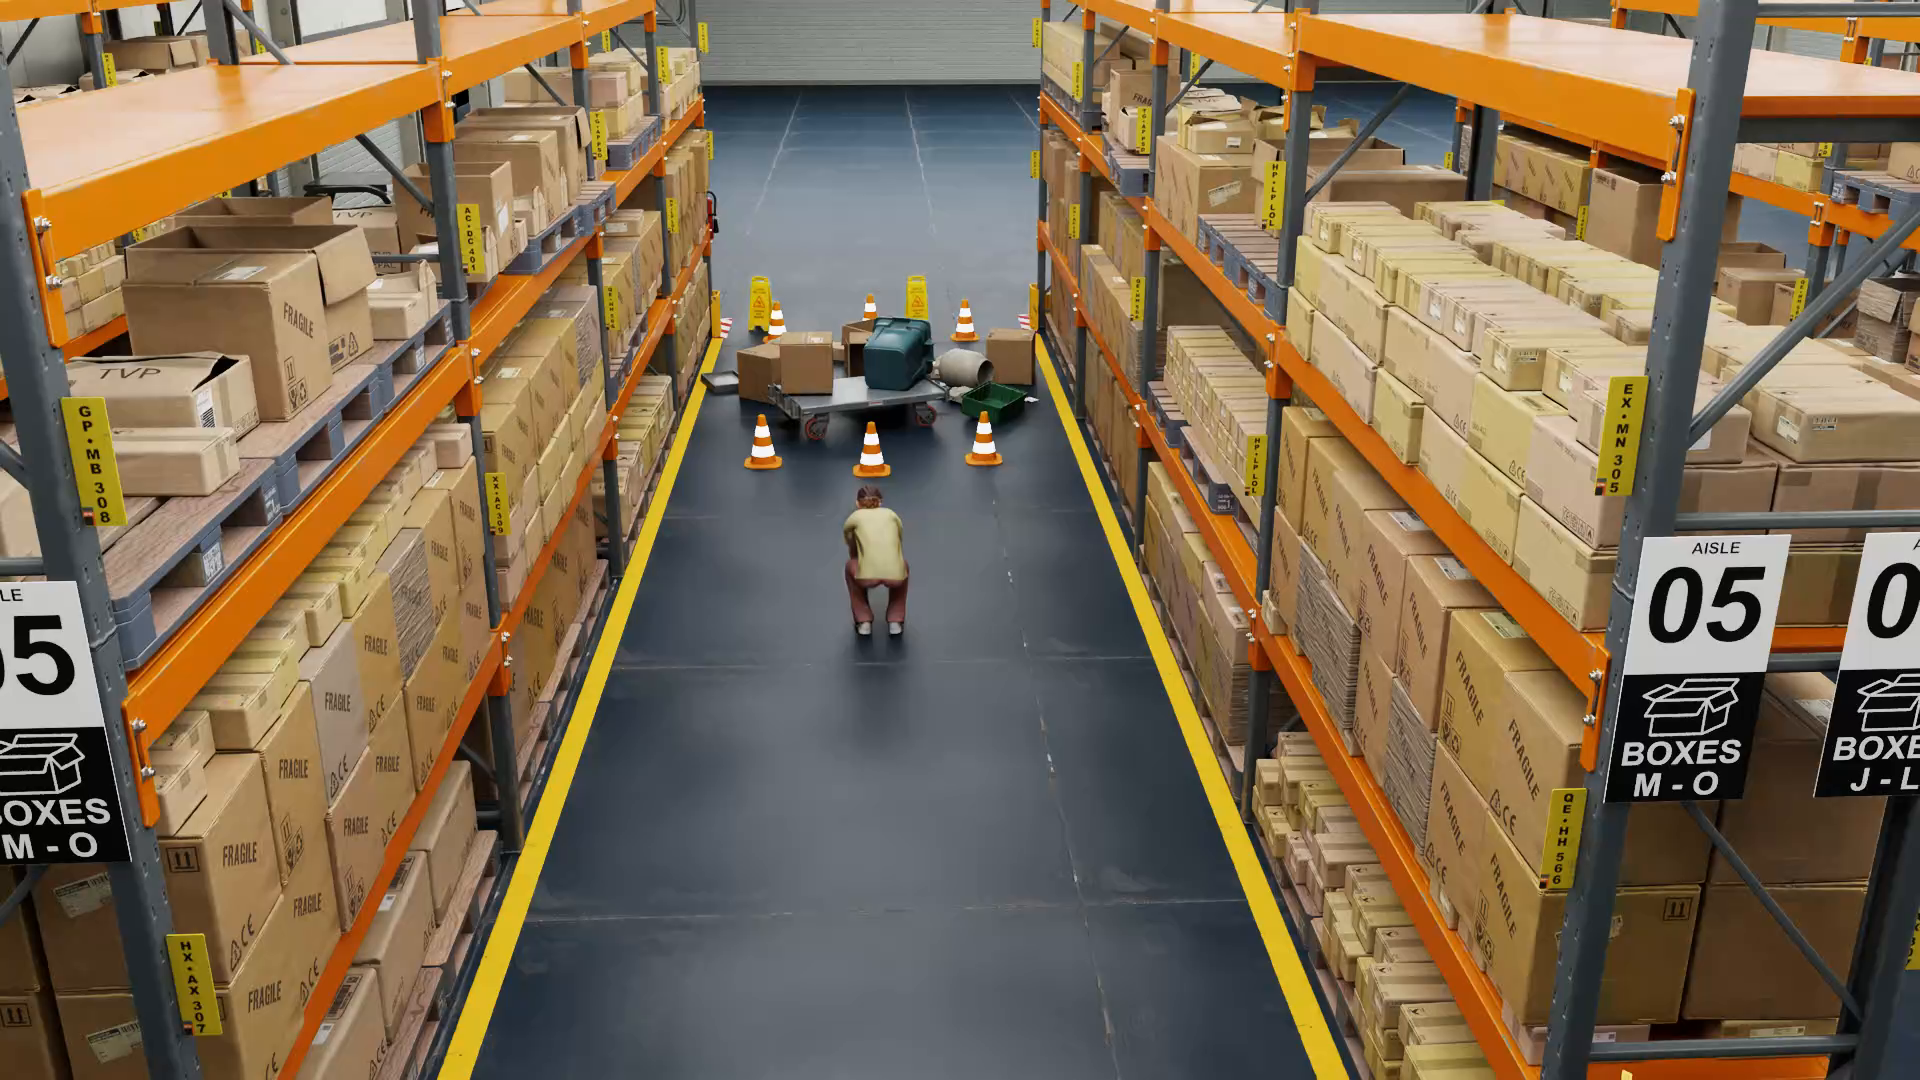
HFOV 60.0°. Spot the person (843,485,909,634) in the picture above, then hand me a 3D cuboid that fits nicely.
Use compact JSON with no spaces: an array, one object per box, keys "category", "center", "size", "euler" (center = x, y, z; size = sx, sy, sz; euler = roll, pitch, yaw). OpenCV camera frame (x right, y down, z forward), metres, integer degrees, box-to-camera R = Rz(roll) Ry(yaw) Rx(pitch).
[{"category":"person","center":[-0.589,0.138,11.783],"size":[0.461,0.932,0.830],"euler":[-2,21,-4]}]
